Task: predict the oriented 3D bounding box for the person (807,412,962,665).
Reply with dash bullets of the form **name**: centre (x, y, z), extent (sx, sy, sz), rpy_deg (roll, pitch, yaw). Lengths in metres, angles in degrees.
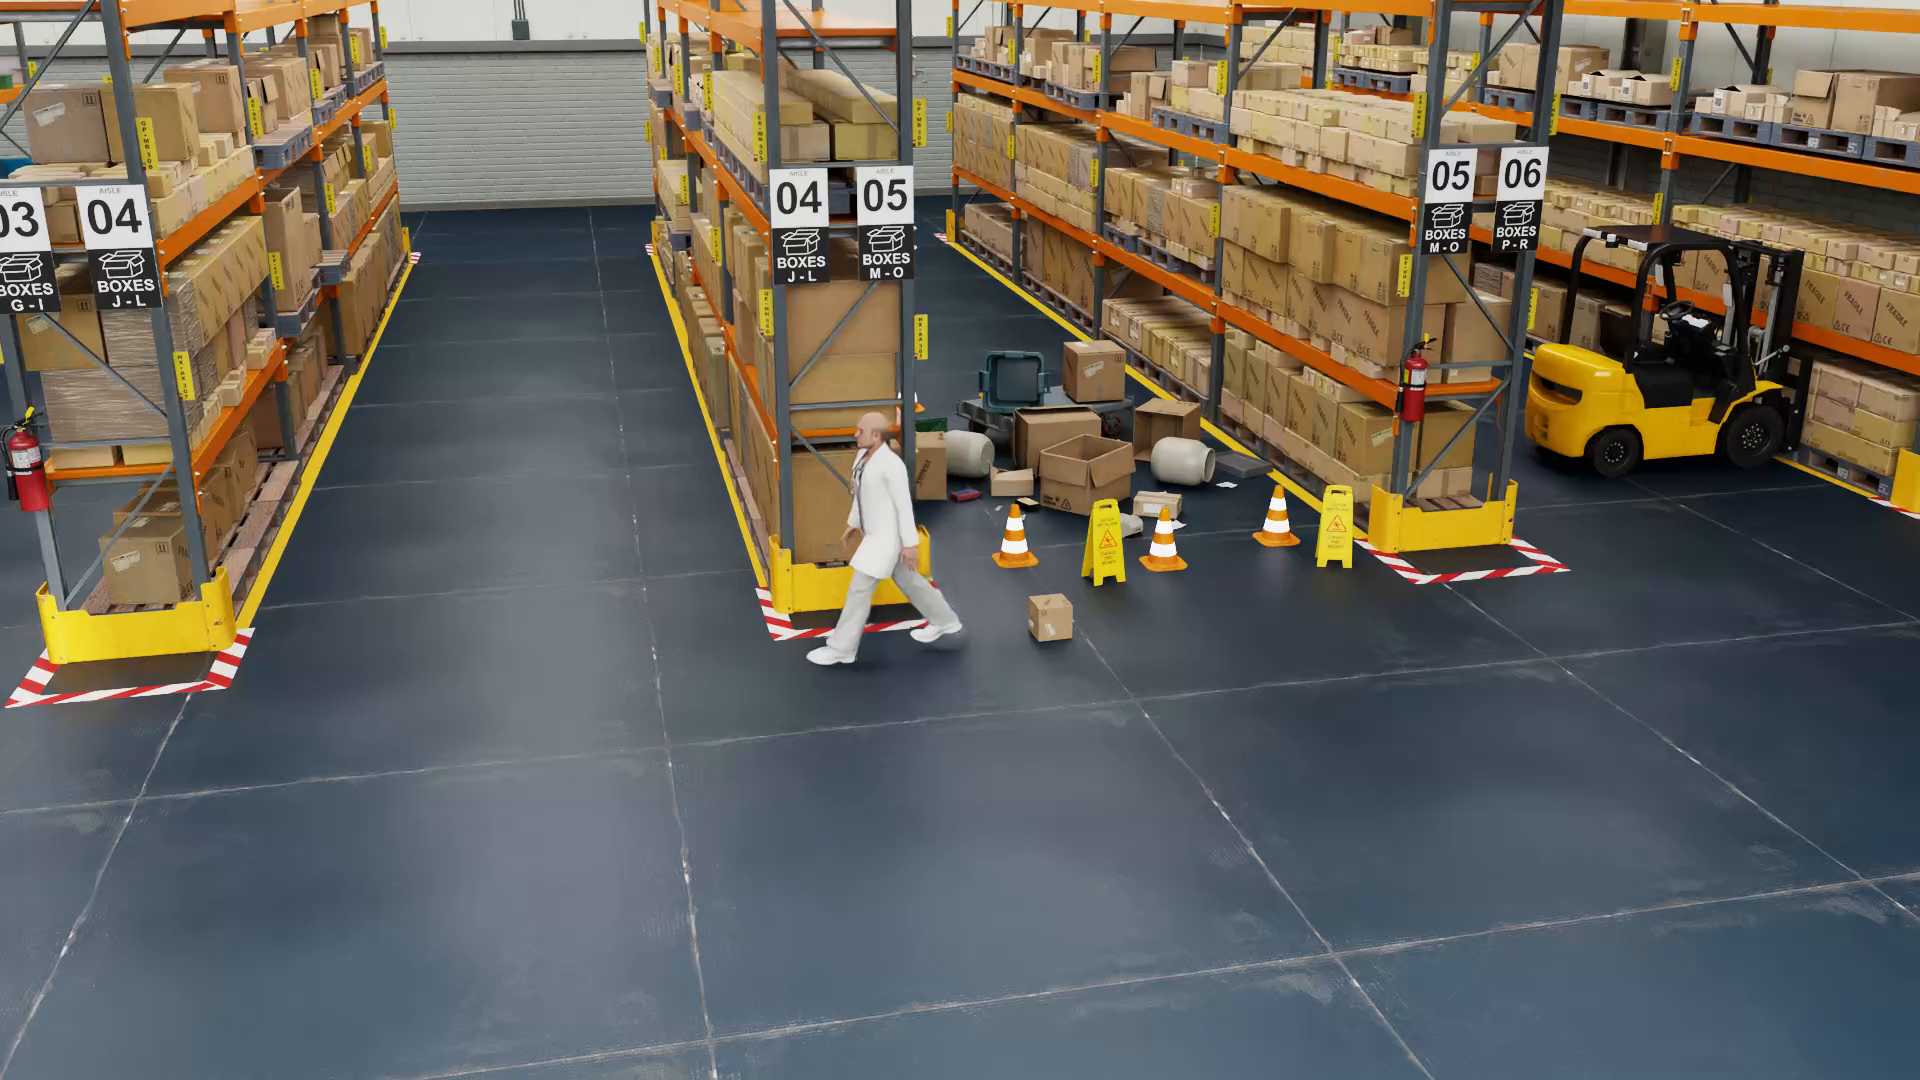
- **person**: centre (-0.524, -0.035, 11.220), extent (1.151, 1.726, 0.612), rpy_deg (-6, 20, -17)
